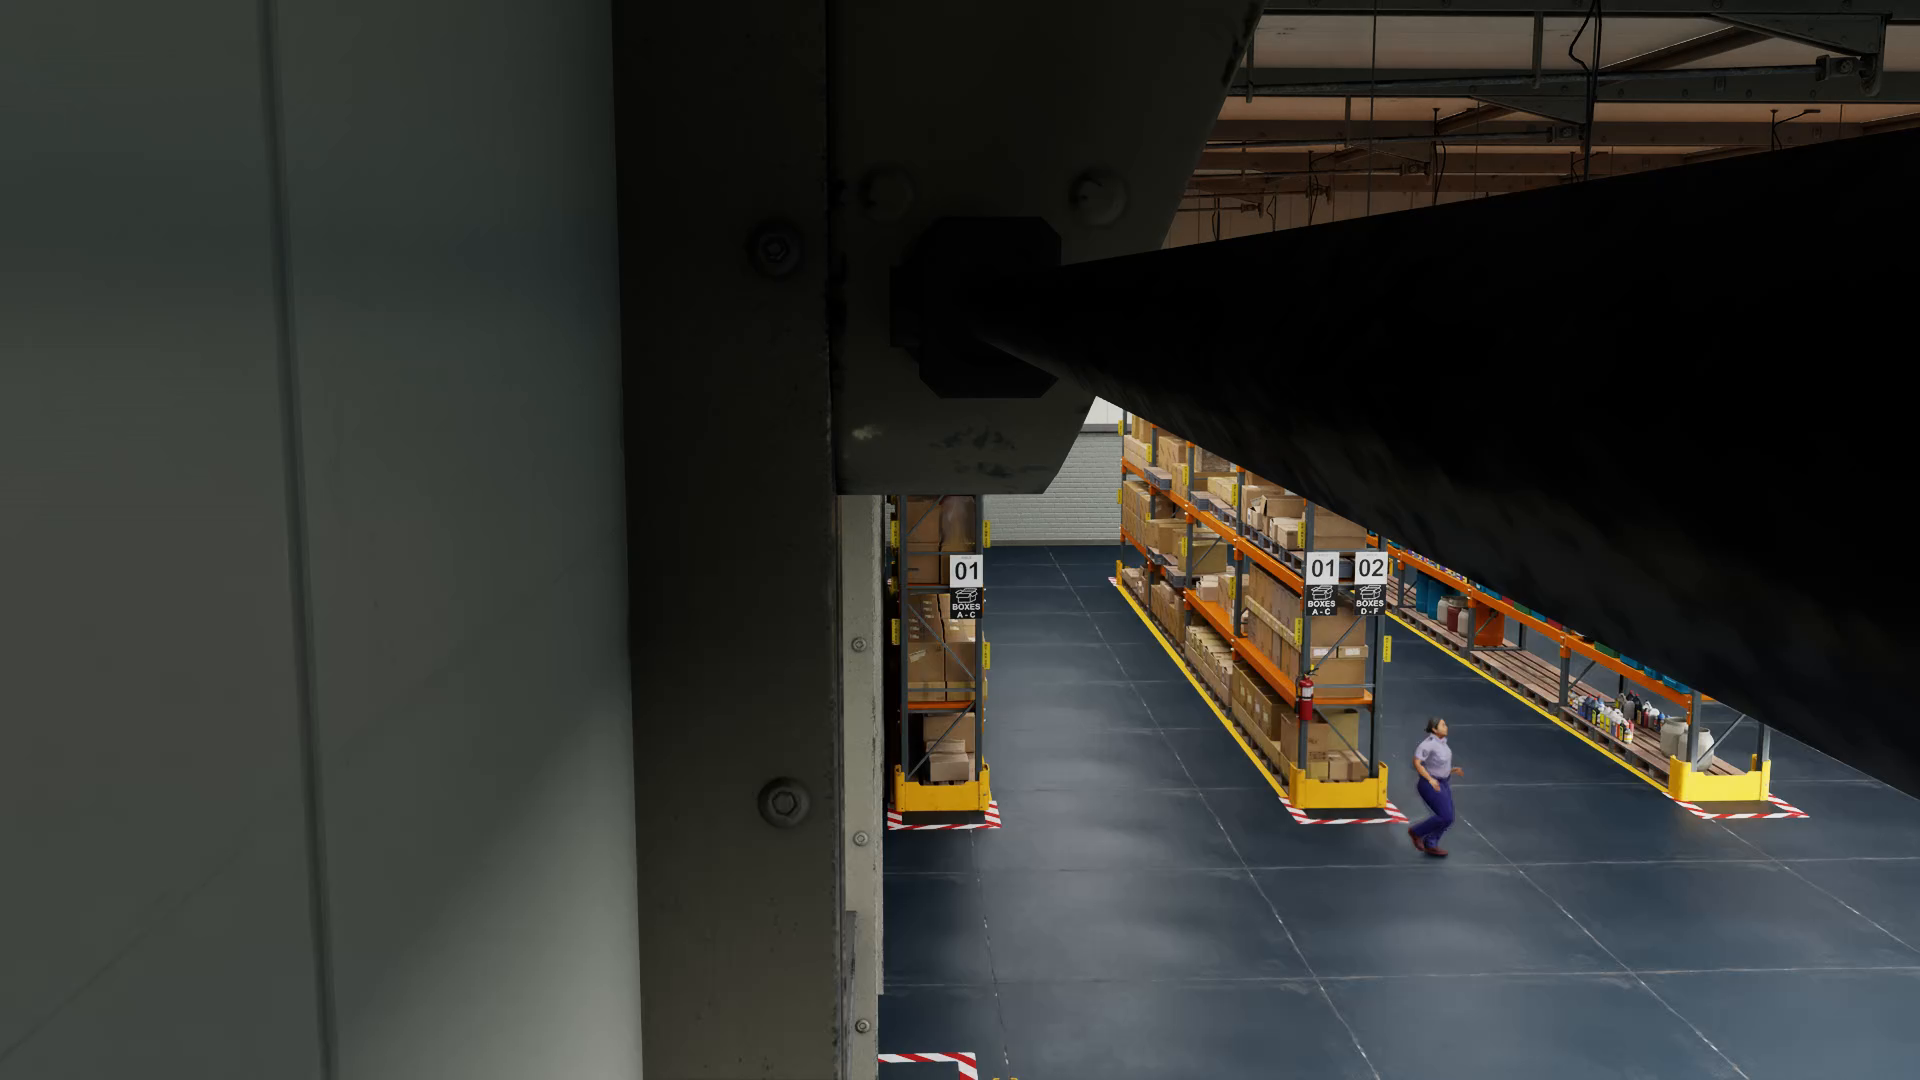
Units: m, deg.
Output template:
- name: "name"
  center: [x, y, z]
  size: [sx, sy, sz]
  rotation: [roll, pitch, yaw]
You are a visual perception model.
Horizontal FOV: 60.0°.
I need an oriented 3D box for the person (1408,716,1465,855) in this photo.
- name: "person"
  center: [5.397, 2.786, 18.831]
  size: [0.549, 1.590, 0.627]
  rotation: [5, 10, 32]
